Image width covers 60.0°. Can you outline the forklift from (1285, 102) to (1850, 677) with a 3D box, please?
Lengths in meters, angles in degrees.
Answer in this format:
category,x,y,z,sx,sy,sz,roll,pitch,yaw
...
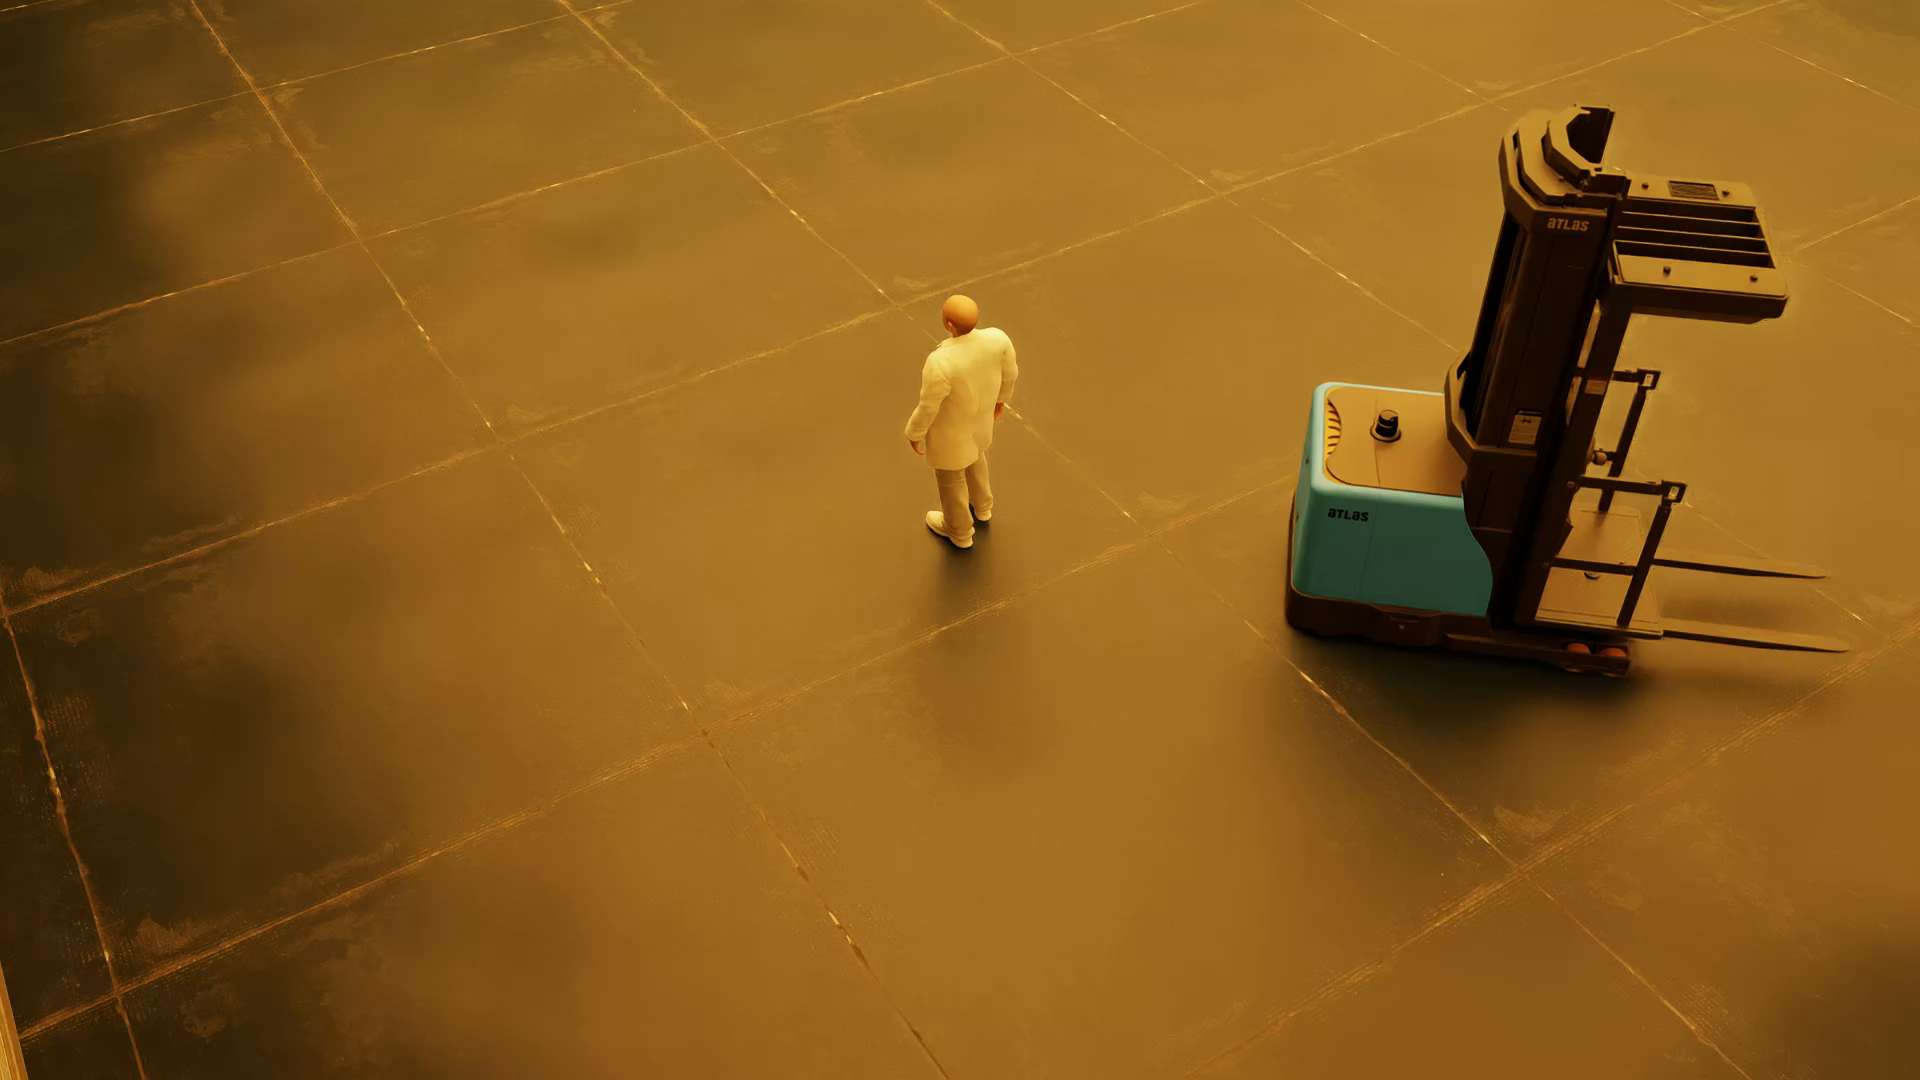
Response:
category,x,y,z,sx,sy,sz,roll,pitch,yaw
forklift,3.424,-0.725,8.701,3.031,2.935,1.130,7,42,8

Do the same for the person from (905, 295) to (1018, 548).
category,x,y,z,sx,sy,sz,roll,pitch,yaw
person,-0.045,-0.727,9.568,0.694,1.775,0.582,-23,46,-24
